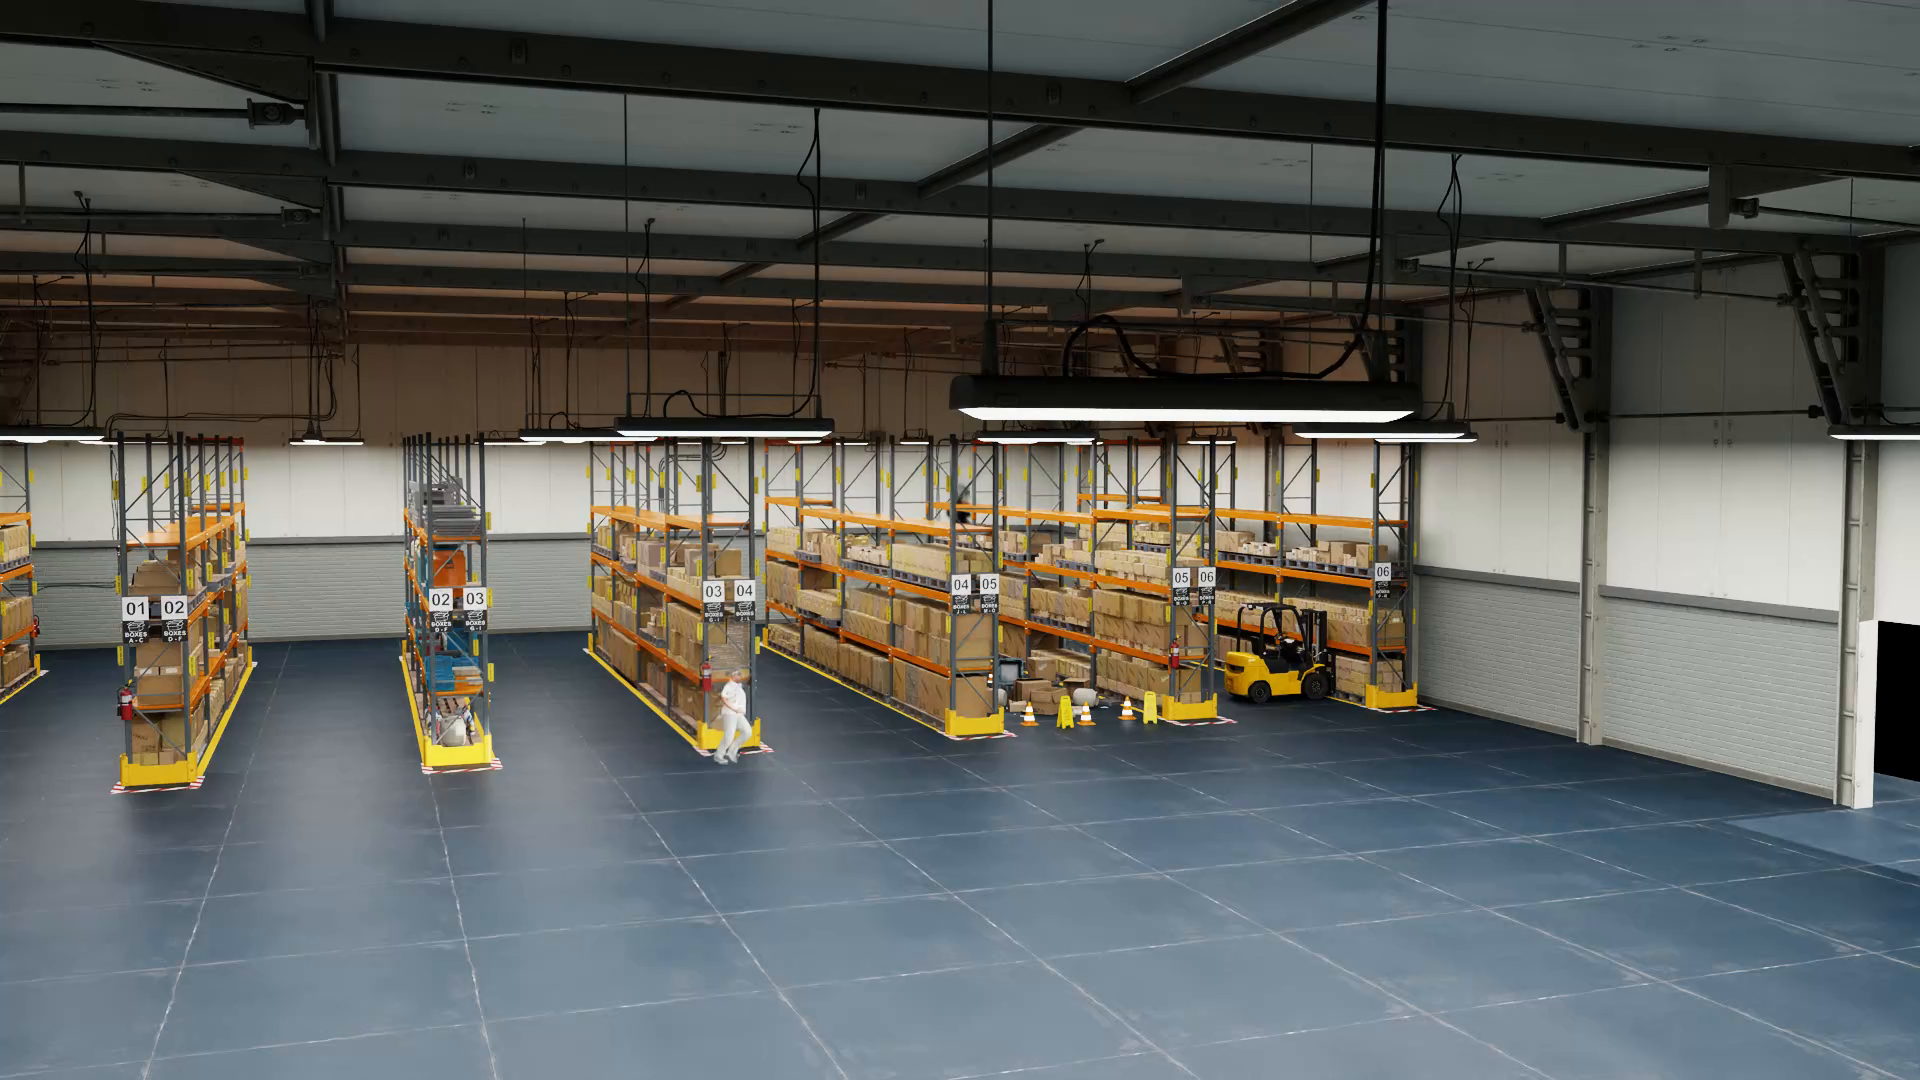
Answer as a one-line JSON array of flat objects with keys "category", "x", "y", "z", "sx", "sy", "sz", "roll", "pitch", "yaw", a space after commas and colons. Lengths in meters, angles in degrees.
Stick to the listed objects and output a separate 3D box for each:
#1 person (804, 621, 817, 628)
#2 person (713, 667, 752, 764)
[{"category": "person", "x": -4.490, "y": 2.200, "z": 49.427, "sx": 0.520, "sy": 1.574, "sz": 0.641, "roll": 1, "pitch": 3, "yaw": 25}, {"category": "person", "x": -4.094, "y": 3.187, "z": 30.285, "sx": 0.623, "sy": 1.752, "sz": 0.722, "roll": 1, "pitch": 3, "yaw": 23}]
